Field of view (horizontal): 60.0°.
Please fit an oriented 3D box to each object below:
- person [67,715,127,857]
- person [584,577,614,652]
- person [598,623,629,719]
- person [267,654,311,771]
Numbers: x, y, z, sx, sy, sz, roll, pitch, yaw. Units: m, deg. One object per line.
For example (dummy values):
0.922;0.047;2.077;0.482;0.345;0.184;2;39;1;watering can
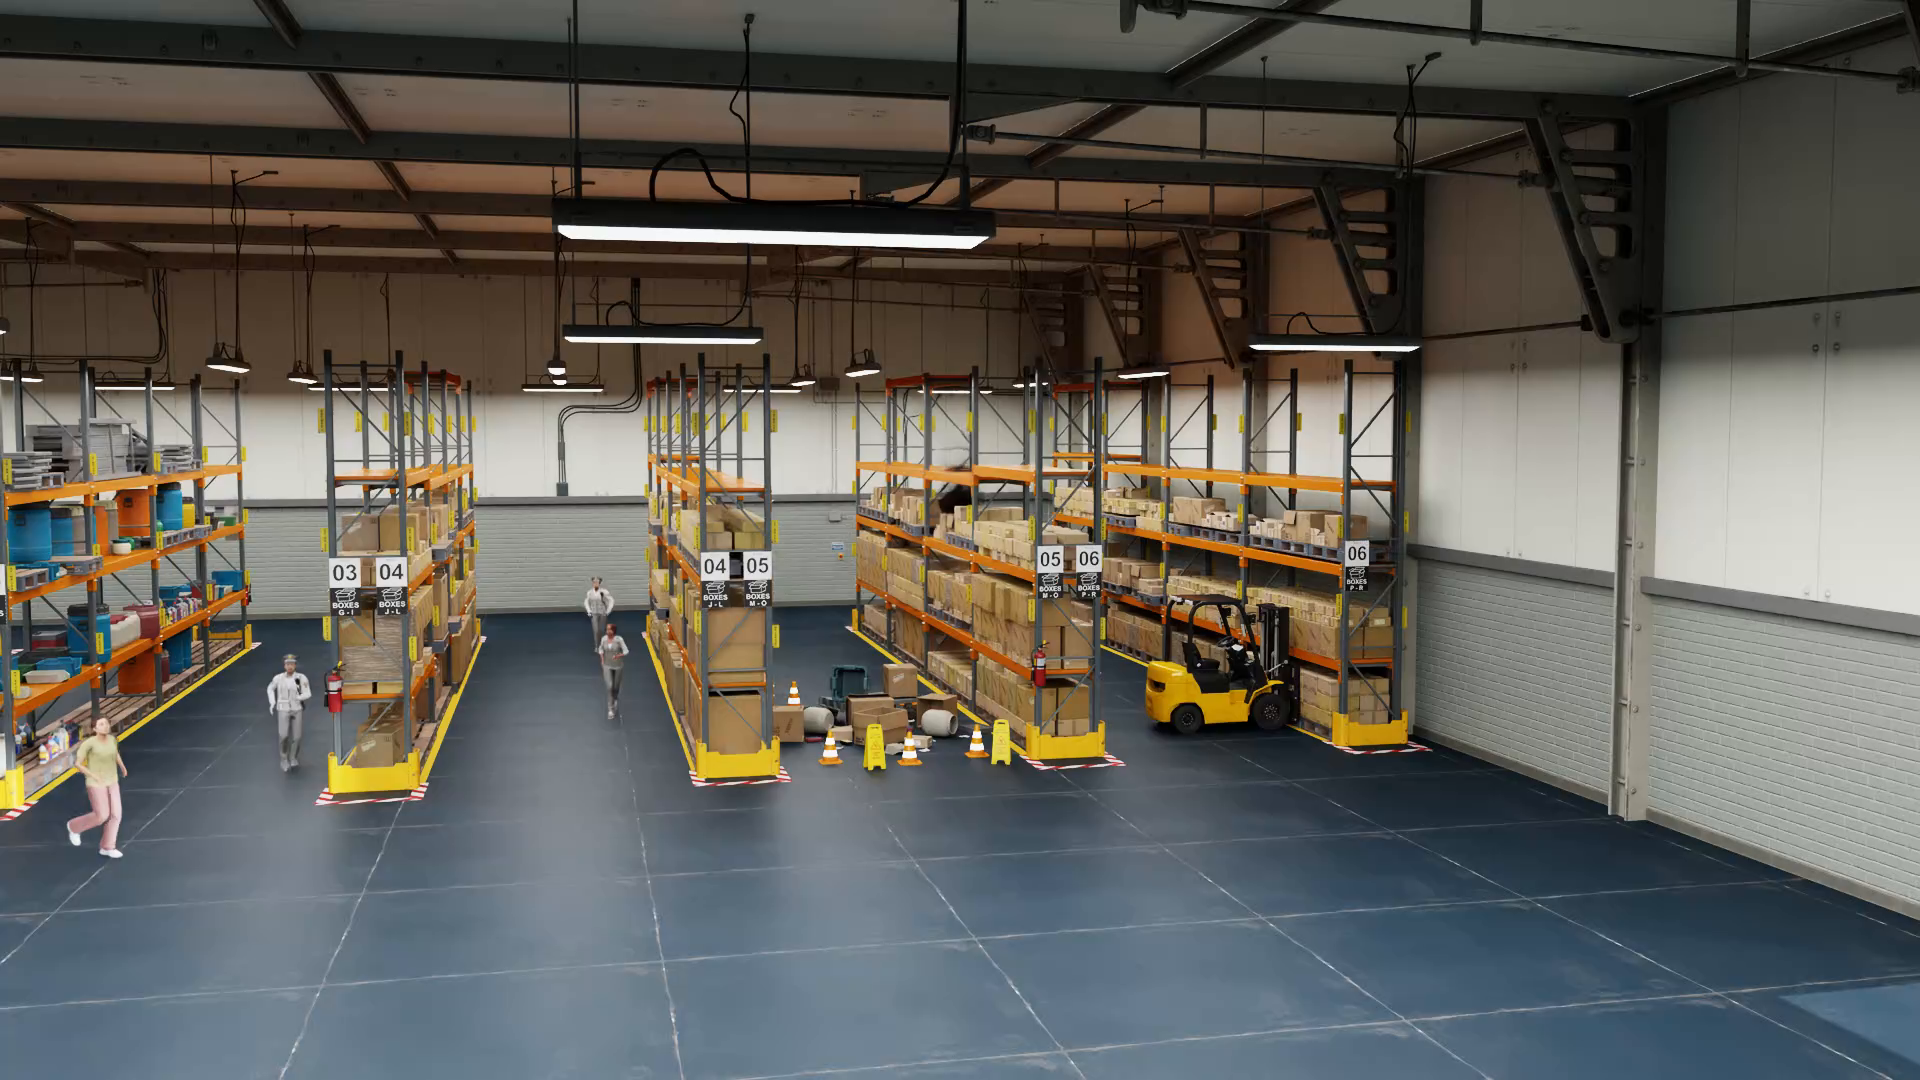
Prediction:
-10.026;2.848;19.370;0.699;1.651;0.583;2;4;23;person
-7.972;1.627;36.700;0.642;1.675;0.637;0;4;-6;person
-5.957;2.225;28.583;0.526;1.592;0.815;0;4;-6;person
-9.669;2.488;23.995;0.582;1.690;0.658;-2;4;-23;person
